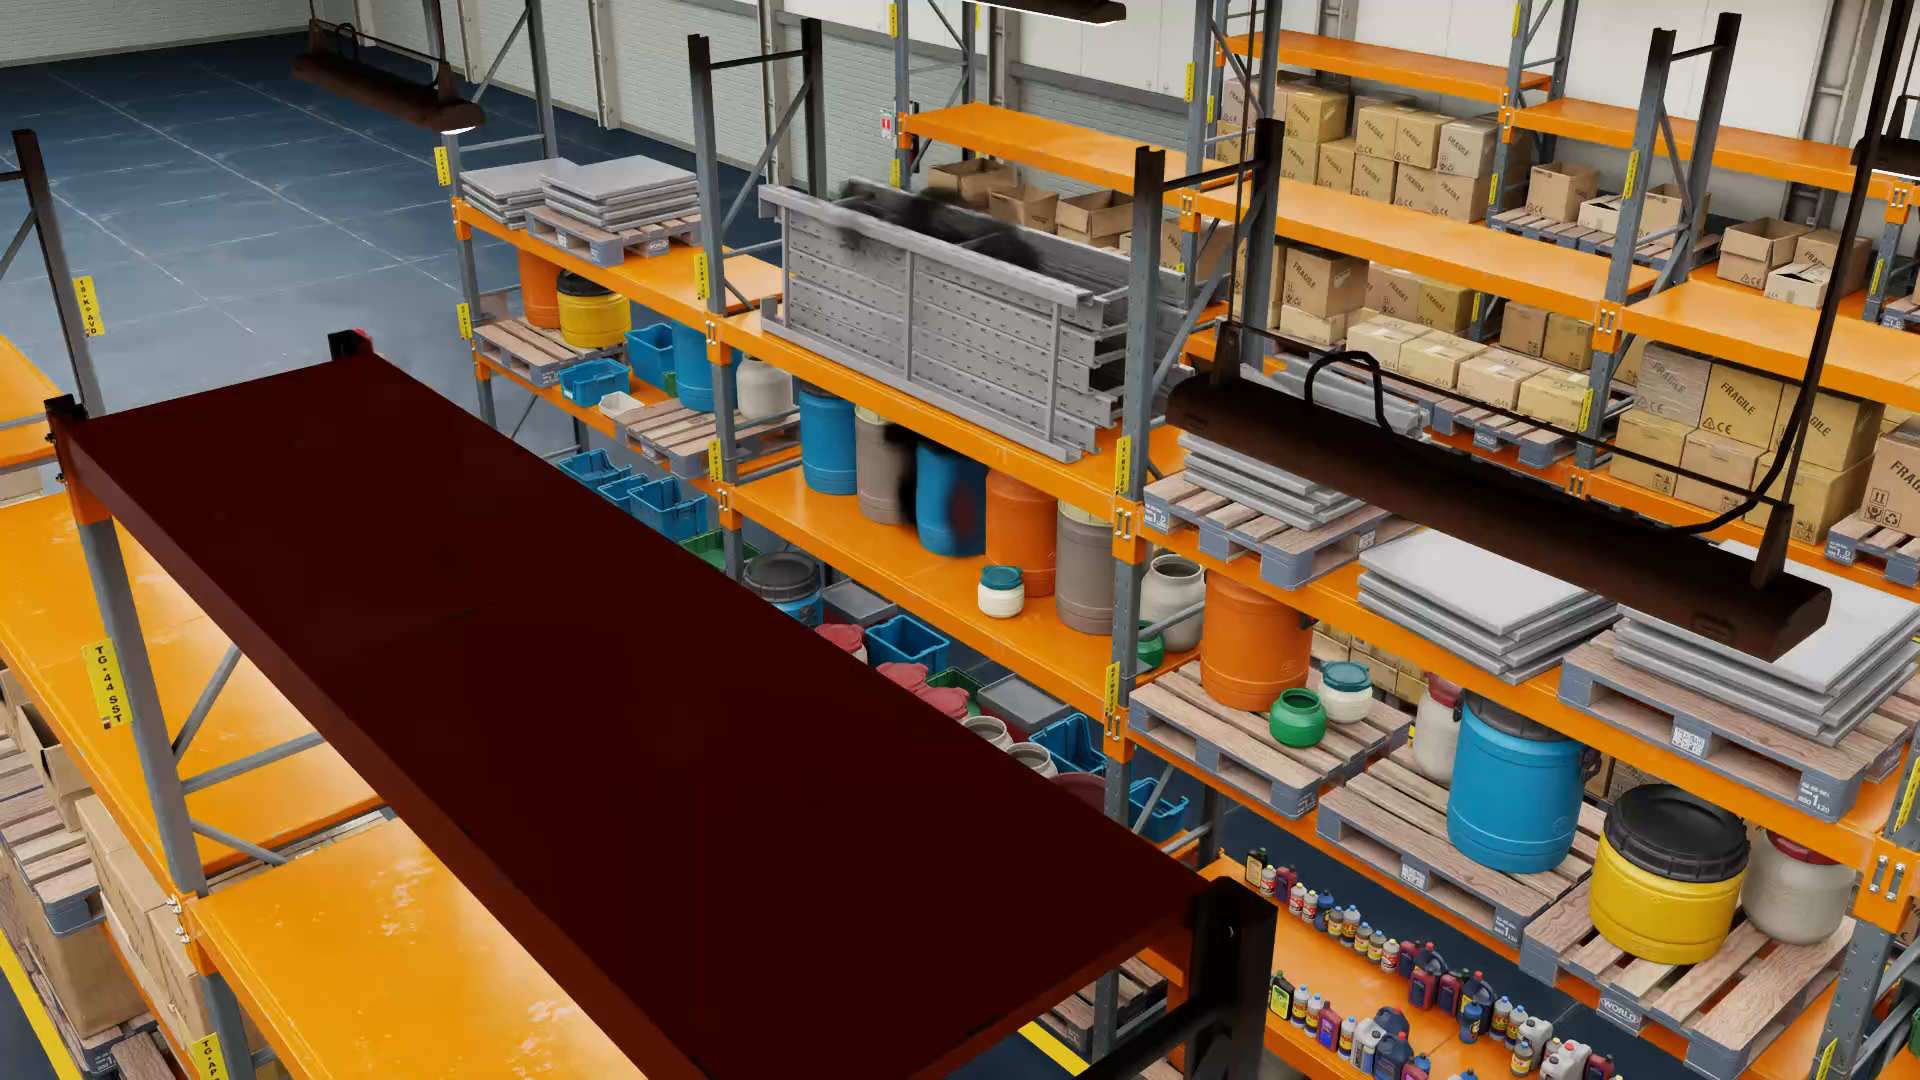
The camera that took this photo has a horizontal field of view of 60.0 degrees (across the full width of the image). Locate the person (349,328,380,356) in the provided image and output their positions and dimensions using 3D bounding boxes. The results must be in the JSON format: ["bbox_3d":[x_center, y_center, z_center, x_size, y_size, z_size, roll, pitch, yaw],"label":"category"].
[{"bbox_3d":[-6.634,-1.490,18.533,0.774,1.845,0.643,-11,29,-20],"label":"person"}]
